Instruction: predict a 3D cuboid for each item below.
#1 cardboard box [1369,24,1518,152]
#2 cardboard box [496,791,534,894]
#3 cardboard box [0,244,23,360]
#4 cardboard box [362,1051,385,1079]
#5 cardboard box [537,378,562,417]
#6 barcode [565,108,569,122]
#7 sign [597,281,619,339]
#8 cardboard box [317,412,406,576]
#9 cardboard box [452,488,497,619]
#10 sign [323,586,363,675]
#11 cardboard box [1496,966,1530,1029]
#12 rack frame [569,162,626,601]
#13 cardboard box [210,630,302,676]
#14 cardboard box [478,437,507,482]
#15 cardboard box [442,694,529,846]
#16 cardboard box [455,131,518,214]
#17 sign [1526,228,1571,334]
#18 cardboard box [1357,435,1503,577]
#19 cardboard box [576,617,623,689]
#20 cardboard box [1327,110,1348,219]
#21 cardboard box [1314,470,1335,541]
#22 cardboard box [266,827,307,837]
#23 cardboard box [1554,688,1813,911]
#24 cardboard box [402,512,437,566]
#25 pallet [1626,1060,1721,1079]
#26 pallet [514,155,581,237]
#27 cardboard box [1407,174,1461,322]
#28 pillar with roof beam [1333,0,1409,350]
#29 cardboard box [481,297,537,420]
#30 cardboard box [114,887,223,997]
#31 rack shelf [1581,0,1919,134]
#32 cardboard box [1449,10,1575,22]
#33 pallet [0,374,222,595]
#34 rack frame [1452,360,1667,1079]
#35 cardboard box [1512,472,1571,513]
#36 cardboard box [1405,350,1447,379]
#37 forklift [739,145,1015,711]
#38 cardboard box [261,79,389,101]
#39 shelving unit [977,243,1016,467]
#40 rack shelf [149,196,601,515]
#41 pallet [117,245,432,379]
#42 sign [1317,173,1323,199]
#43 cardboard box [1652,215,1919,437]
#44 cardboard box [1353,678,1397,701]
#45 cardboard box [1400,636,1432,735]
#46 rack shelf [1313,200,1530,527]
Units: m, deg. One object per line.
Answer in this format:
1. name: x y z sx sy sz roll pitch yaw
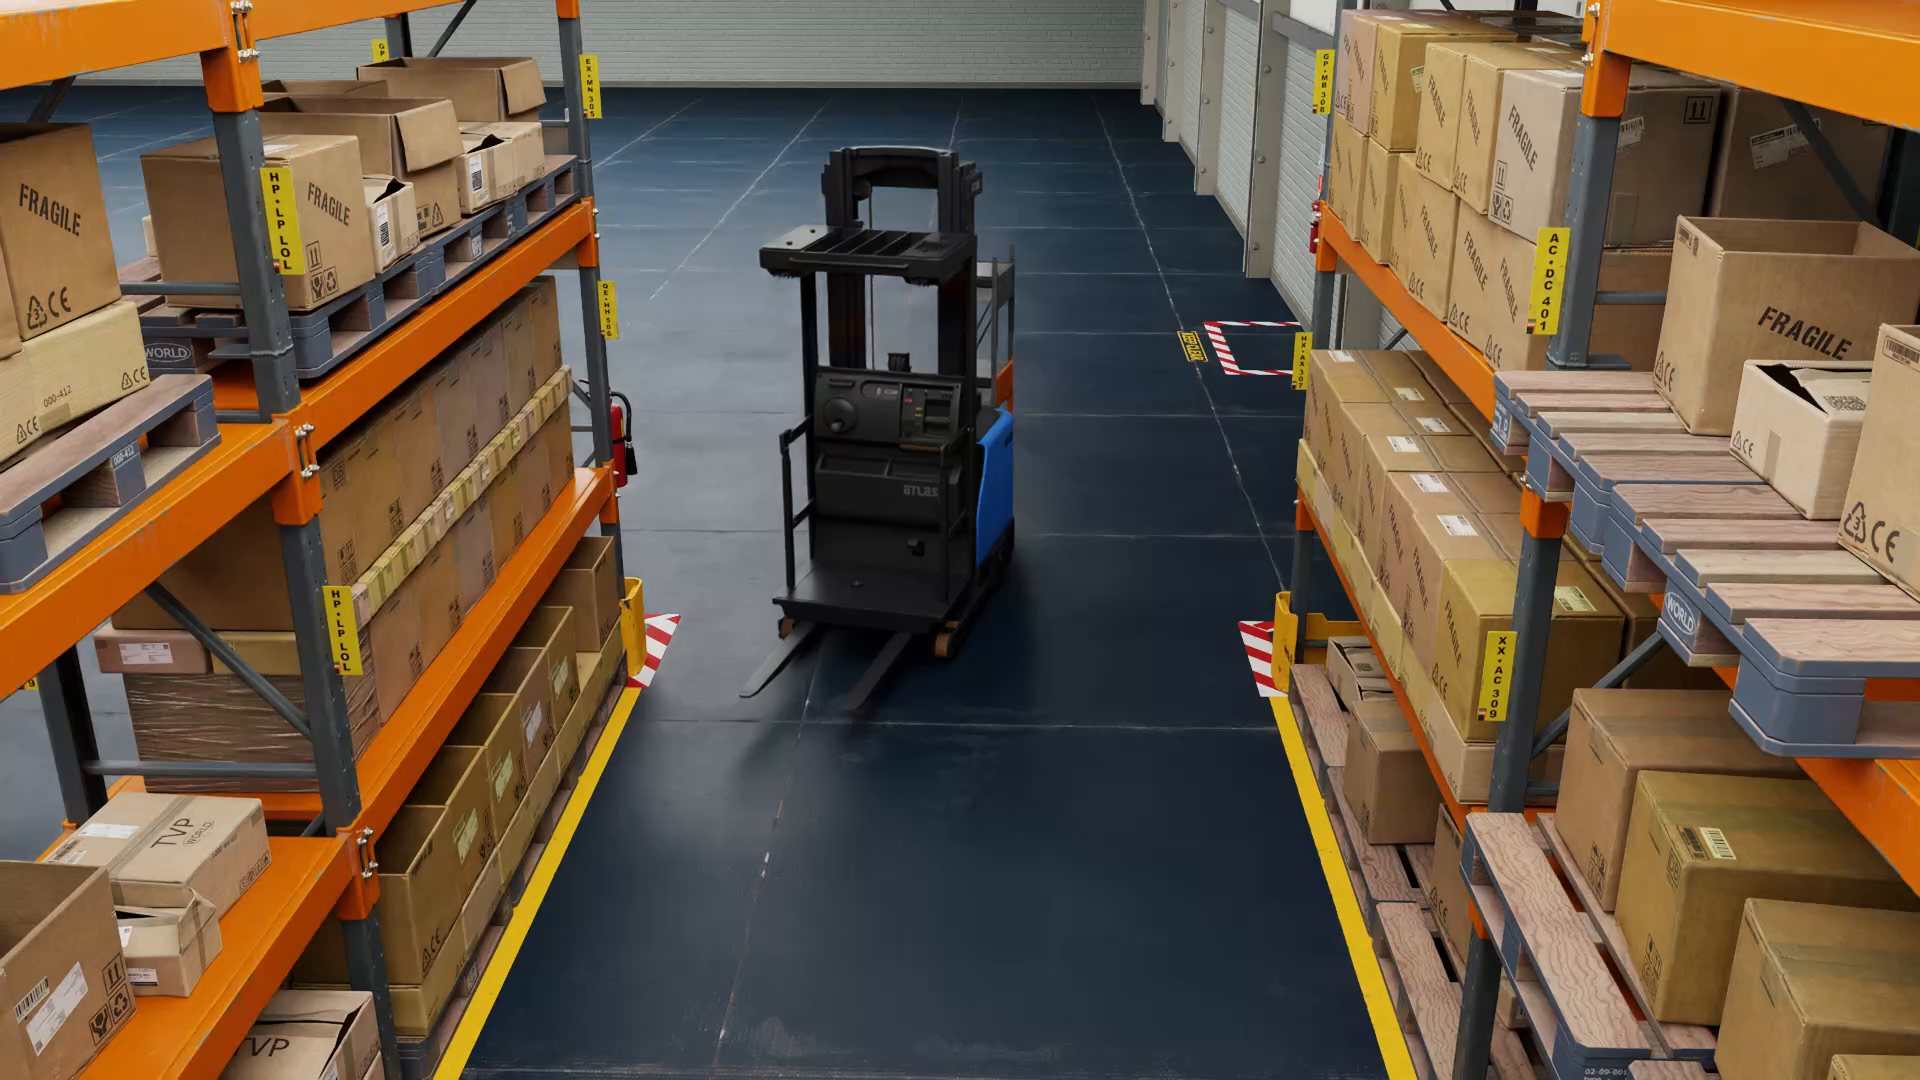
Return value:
1. cardboard box: 2.124 -2.004 7.352 0.500 0.500 0.500 1 21 3
2. cardboard box: -2.267 1.367 7.579 0.500 0.250 0.500 1 21 2
3. cardboard box: -2.677 -0.638 3.970 0.500 0.500 0.500 3 21 7
4. cardboard box: -2.347 2.046 5.829 0.500 0.250 0.500 0 21 1
5. cardboard box: -2.331 -0.753 8.789 0.380 0.149 0.250 1 21 3
6. barcode: -2.030 -2.194 8.587 0.001 0.075 0.075 1 21 2
7. sign: -1.961 -1.278 9.249 0.100 0.325 0.005 1 21 2
8. cardboard box: -2.603 -0.188 6.434 0.700 0.500 0.500 1 21 1
9. cardboard box: -2.574 0.043 7.634 0.700 0.500 0.500 1 21 3
10. sign: -2.082 0.307 5.601 0.100 0.325 0.005 1 21 2
11. cardboard box: 2.313 1.782 6.598 0.380 0.166 0.250 -2 21 -5
12. rack frame: -2.503 -0.639 9.530 1.000 3.000 0.127 1 21 2
13. cardboard box: -2.423 0.363 5.912 0.380 0.149 0.250 1 21 2
14. cardboard box: -2.362 -0.380 7.826 0.380 0.149 0.250 1 21 3
15. cardboard box: -2.267 1.018 7.443 0.500 0.500 0.500 1 21 2
16. cardboard box: -2.291 -1.637 7.303 0.500 0.311 0.500 3 21 8
17. sign: 1.784 -0.782 5.037 0.100 0.325 0.005 1 21 2
18. cardboard box: 2.083 -0.154 7.421 0.500 0.500 0.500 1 21 3
19. cardboard box: -2.224 0.644 9.443 0.500 0.250 0.500 1 21 2
20. cardboard box: 2.189 -1.922 8.524 0.500 0.500 0.500 1 21 3
21. cardboard box: 2.115 -0.165 8.486 0.500 0.250 0.500 0 21 0
22. cardboard box: -2.802 1.193 6.992 0.500 0.500 0.500 1 21 2
23. cardboard box: 2.278 0.792 5.094 0.700 0.500 0.500 1 21 2
24. cardboard box: -2.393 -0.006 6.864 0.380 0.149 0.250 0 21 0
25. pallet: 2.225 1.680 3.818 1.003 0.211 1.213 1 21 2
26. pallet: -2.550 -1.741 8.345 1.003 0.211 1.213 1 21 2
27. cardboard box: 2.102 -1.163 6.567 0.500 0.500 0.500 0 21 0
28. pillar with roof beam: -0.828 -5.337 13.344 9.100 9.000 0.400 1 21 2
29. cardboard box: -2.542 -0.913 8.303 0.700 0.500 0.500 0 21 0
30. cardboard box: -2.468 1.190 5.002 0.396 0.266 0.258 0 21 0
31. rack shelf: 2.266 -0.692 2.919 1.077 0.370 4.000 1 21 2
32. cardboard box: 2.697 -2.348 8.238 0.500 0.500 0.500 2 21 4
33. pallet: -2.638 -0.183 4.472 0.805 0.209 1.217 0 21 -1
34. rack frame: 2.327 0.860 5.665 1.000 3.000 0.127 1 21 2
35. cardboard box: 2.590 0.036 6.931 0.500 0.500 0.500 1 21 3
36. cardboard box: 2.647 -0.702 8.835 0.500 0.500 0.500 0 21 1
37. forklift: -0.501 -0.792 10.019 1.130 2.935 3.031 6 22 14
38. cardboard box: -2.826 -1.748 7.328 0.500 0.500 0.500 1 21 2
39. shelving unit: 0.120 -1.011 11.731 0.431 2.100 0.503 6 22 14
40. rack shelf: -2.564 -0.979 7.254 1.077 0.370 4.000 1 21 2
41. pallet: -2.624 -0.859 6.071 1.003 0.211 1.213 1 21 2
42. sign: 3.708 -3.601 17.115 0.001 0.329 0.234 1 21 2
43. cardboard box: 2.231 -0.584 4.521 0.500 0.500 0.500 4 22 9
44. cardboard box: 2.320 0.918 8.626 0.500 0.311 0.500 2 21 6
45. cardboard box: 2.062 0.566 6.603 0.500 0.250 0.500 1 21 2
46. rack shelf: 2.388 -0.926 7.117 1.077 0.370 4.000 1 21 2
